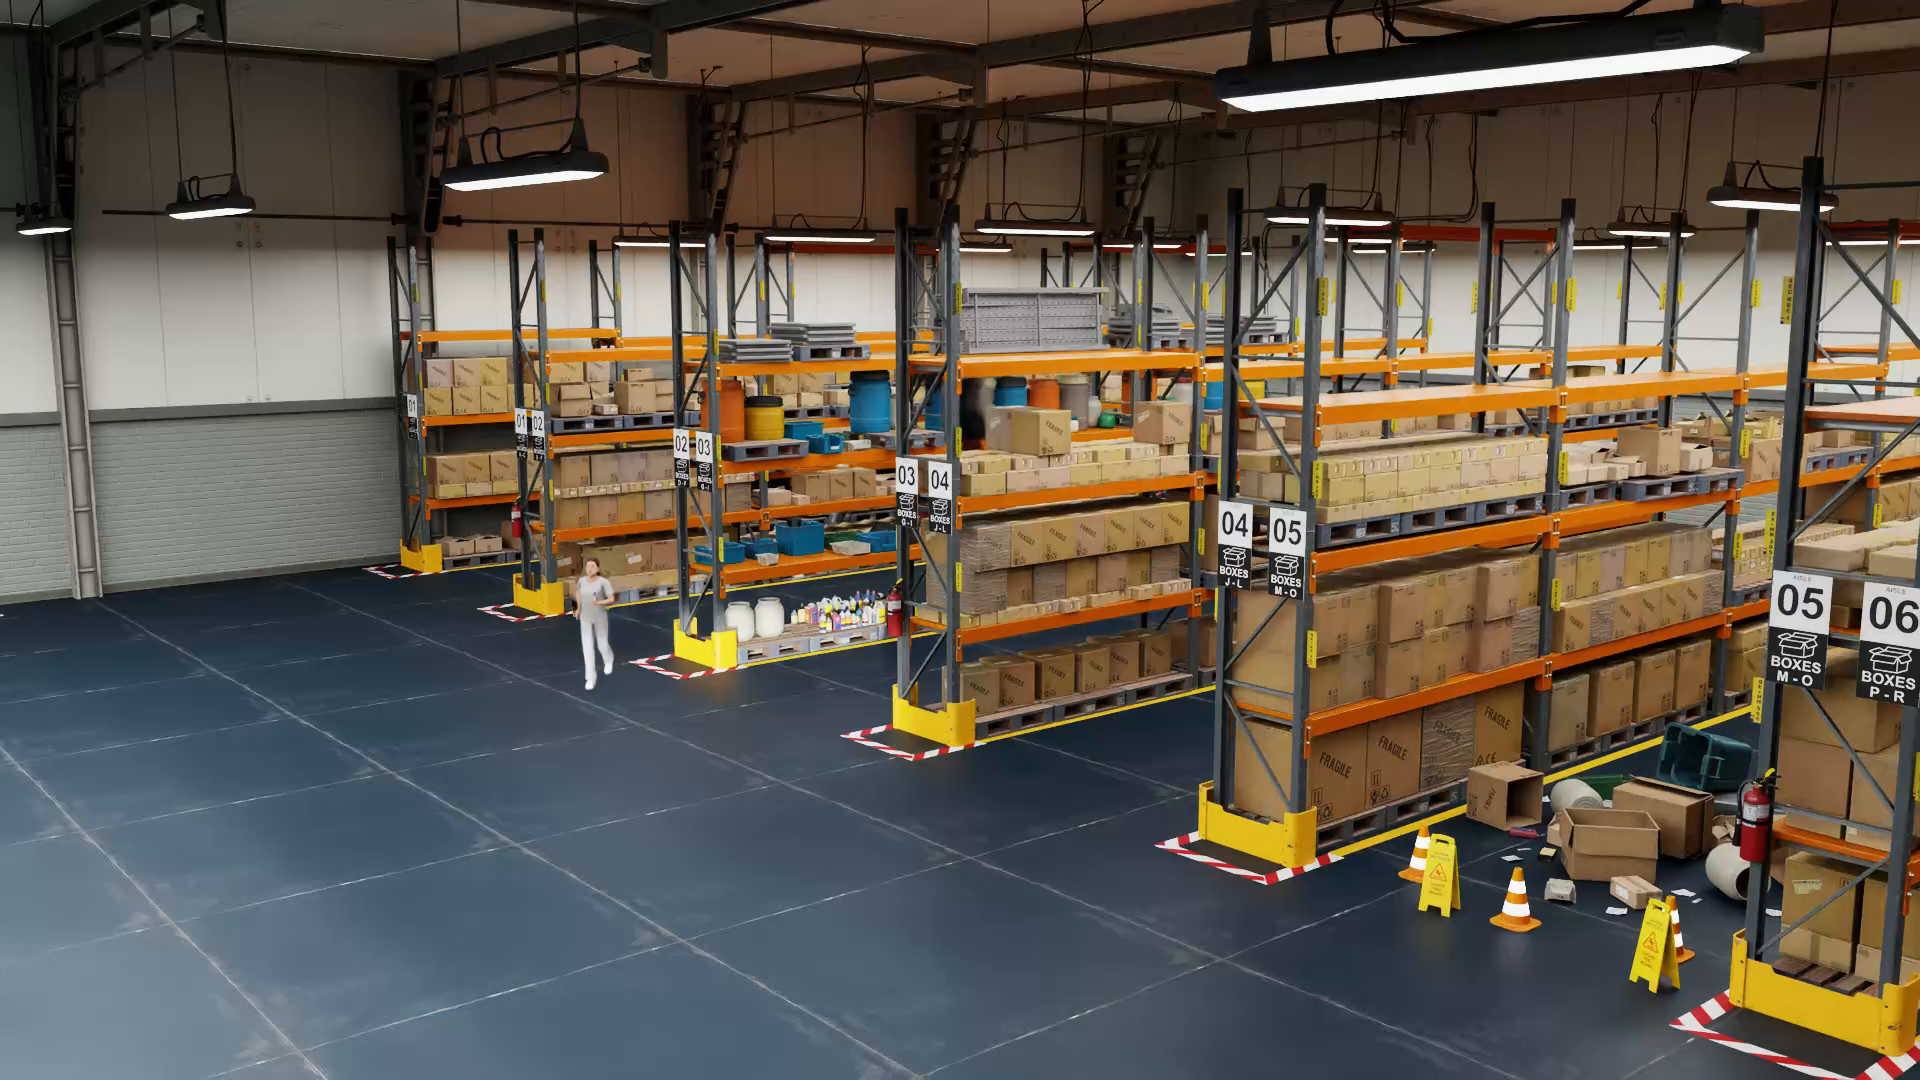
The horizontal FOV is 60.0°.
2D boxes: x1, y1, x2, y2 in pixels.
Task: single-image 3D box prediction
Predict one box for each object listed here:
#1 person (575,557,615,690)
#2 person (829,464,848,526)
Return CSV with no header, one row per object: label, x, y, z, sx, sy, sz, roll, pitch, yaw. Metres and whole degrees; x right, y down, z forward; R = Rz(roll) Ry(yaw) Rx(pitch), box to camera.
person,-4.710,1.030,21.481,0.565,1.652,0.945,1,9,4
person,-2.338,-0.685,32.617,0.585,1.731,0.661,-6,11,-35
